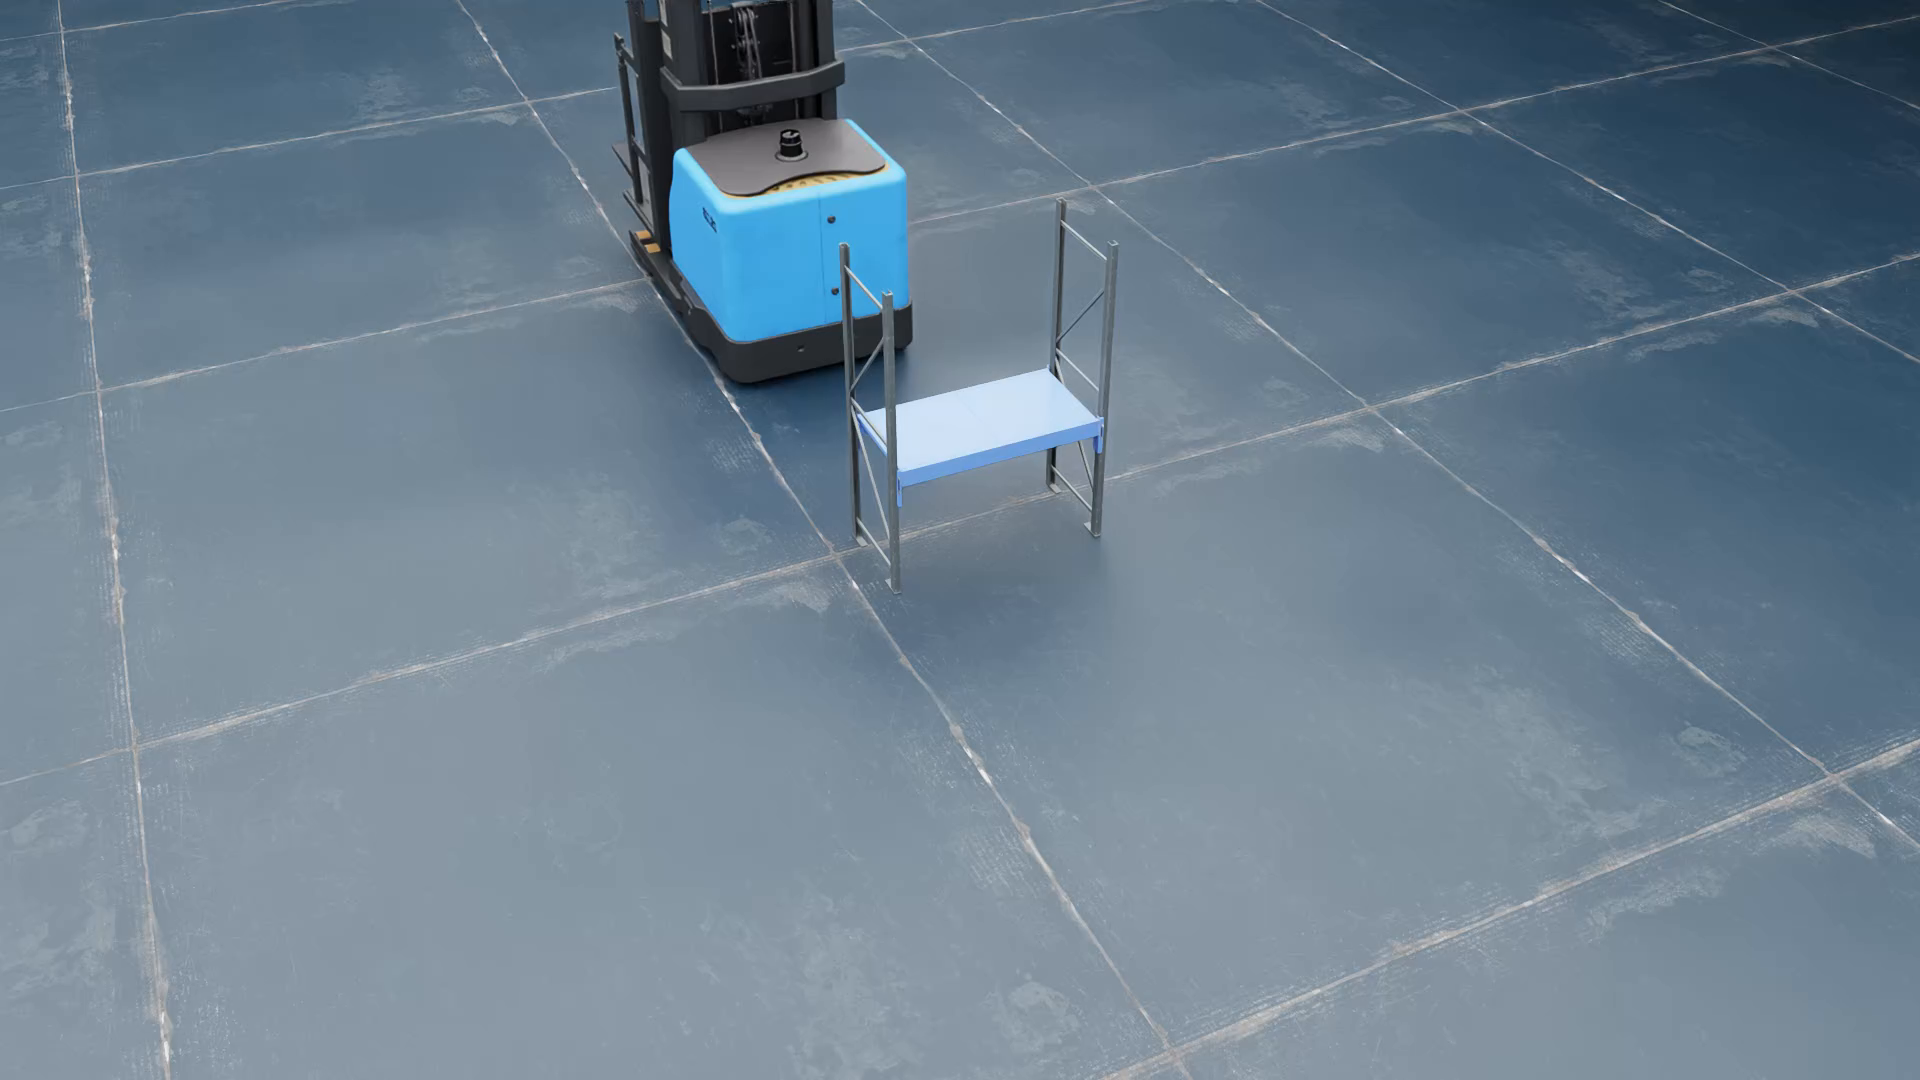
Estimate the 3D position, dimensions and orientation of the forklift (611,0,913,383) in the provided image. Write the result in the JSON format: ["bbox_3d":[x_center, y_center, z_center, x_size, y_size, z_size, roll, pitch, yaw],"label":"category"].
[{"bbox_3d":[-1.338,-2.874,9.165,1.130,2.935,3.031,-15,39,-20],"label":"forklift"}]

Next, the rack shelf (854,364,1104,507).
[{"bbox_3d":[0.077,-0.480,7.439,1.000,0.185,0.538,-16,39,-20],"label":"rack shelf"}]

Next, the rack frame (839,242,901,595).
[{"bbox_3d":[-0.383,-0.495,7.159,0.032,1.500,0.500,-16,39,-20],"label":"rack frame"}]

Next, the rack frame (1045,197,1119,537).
[{"bbox_3d":[0.537,-0.753,7.506,0.032,1.500,0.500,-16,39,-20],"label":"rack frame"}]

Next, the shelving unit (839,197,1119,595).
[{"bbox_3d":[0.077,-0.624,7.332,1.048,1.500,0.538,-16,39,-20],"label":"shelving unit"}]
